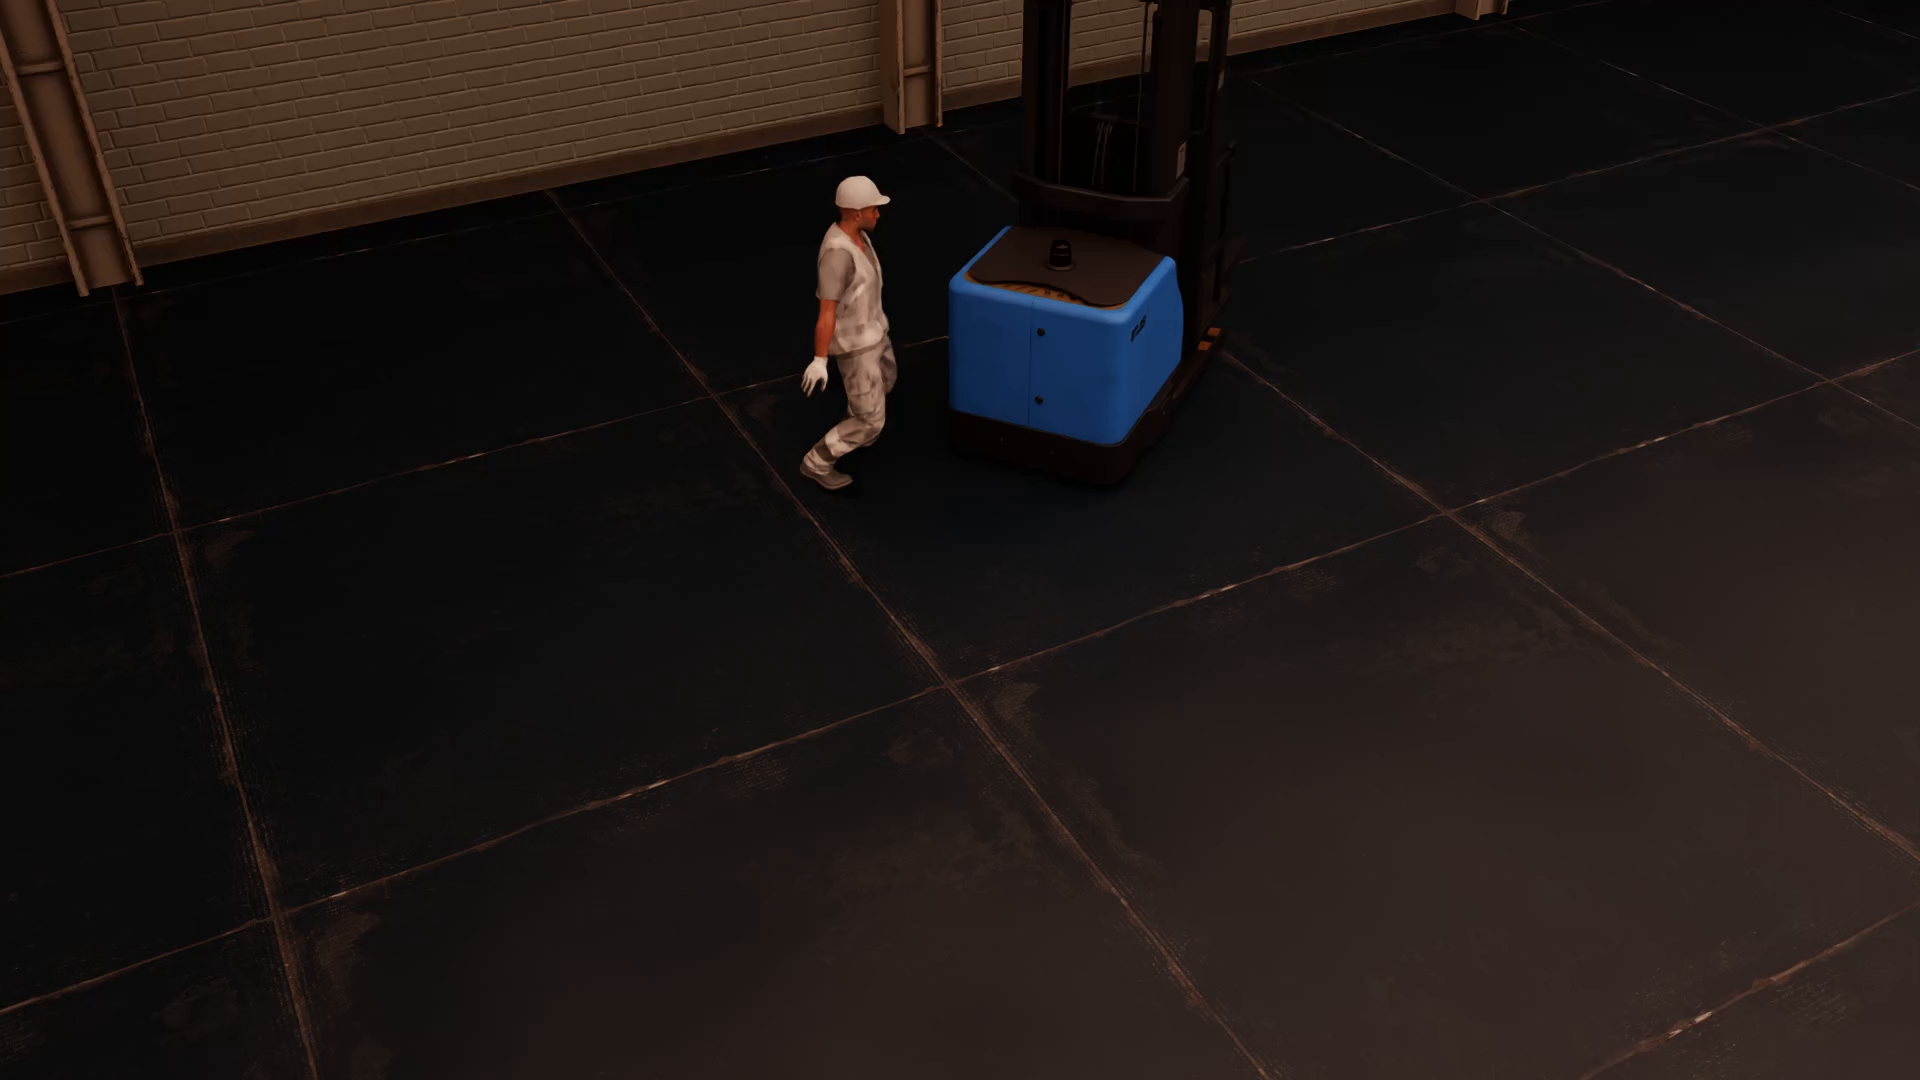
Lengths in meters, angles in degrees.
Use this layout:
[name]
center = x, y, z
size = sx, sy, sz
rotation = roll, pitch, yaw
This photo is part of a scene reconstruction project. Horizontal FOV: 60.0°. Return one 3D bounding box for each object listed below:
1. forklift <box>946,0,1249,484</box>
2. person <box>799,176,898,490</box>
[forklift]
center = 0.998, -2.339, 9.432
size = 1.130, 2.935, 3.031
rotation = 15, 38, 20
[person]
center = -0.603, -1.051, 8.682
size = 0.484, 1.697, 0.911
rotation = 7, 36, 9
